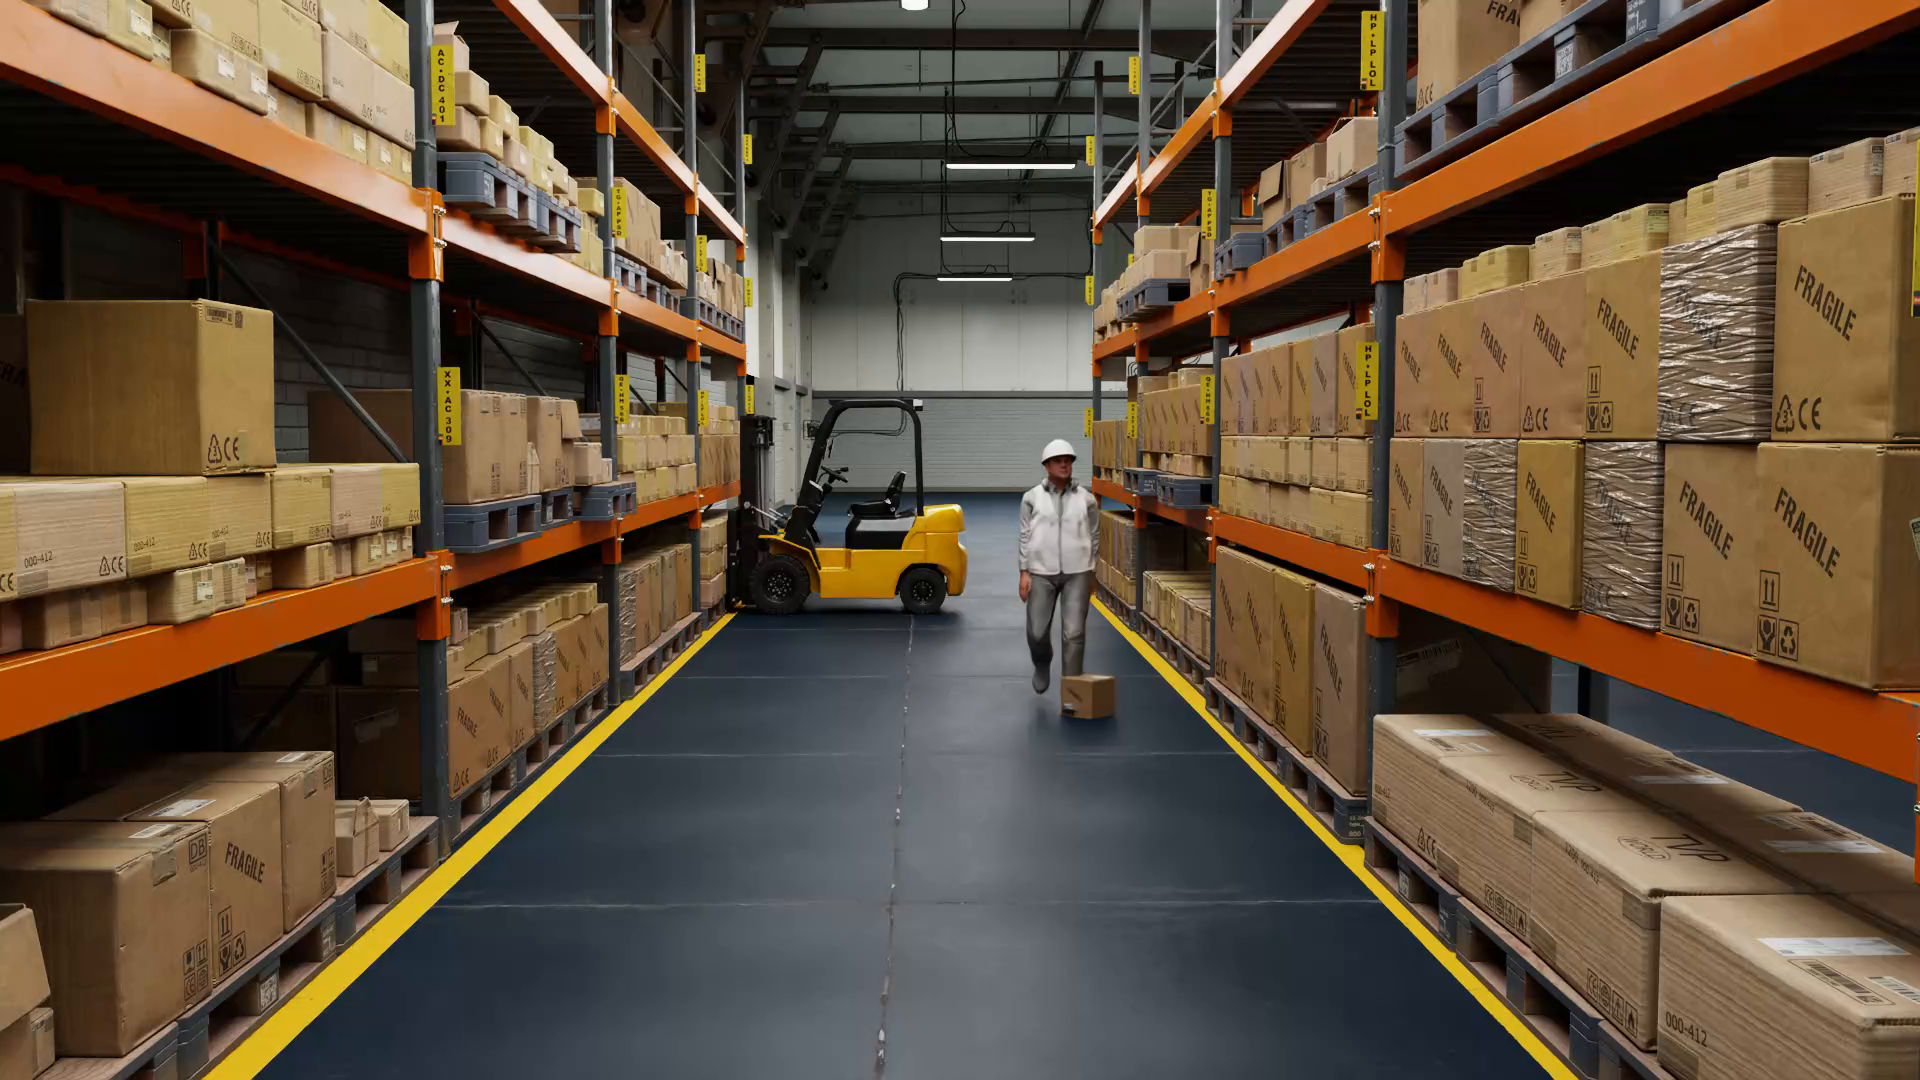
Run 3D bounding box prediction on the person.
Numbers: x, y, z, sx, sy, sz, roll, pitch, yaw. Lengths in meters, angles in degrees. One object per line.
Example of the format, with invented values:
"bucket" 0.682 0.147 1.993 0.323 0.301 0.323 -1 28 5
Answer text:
"person" 0.654 0.217 10.909 0.534 1.753 0.641 0 4 2
